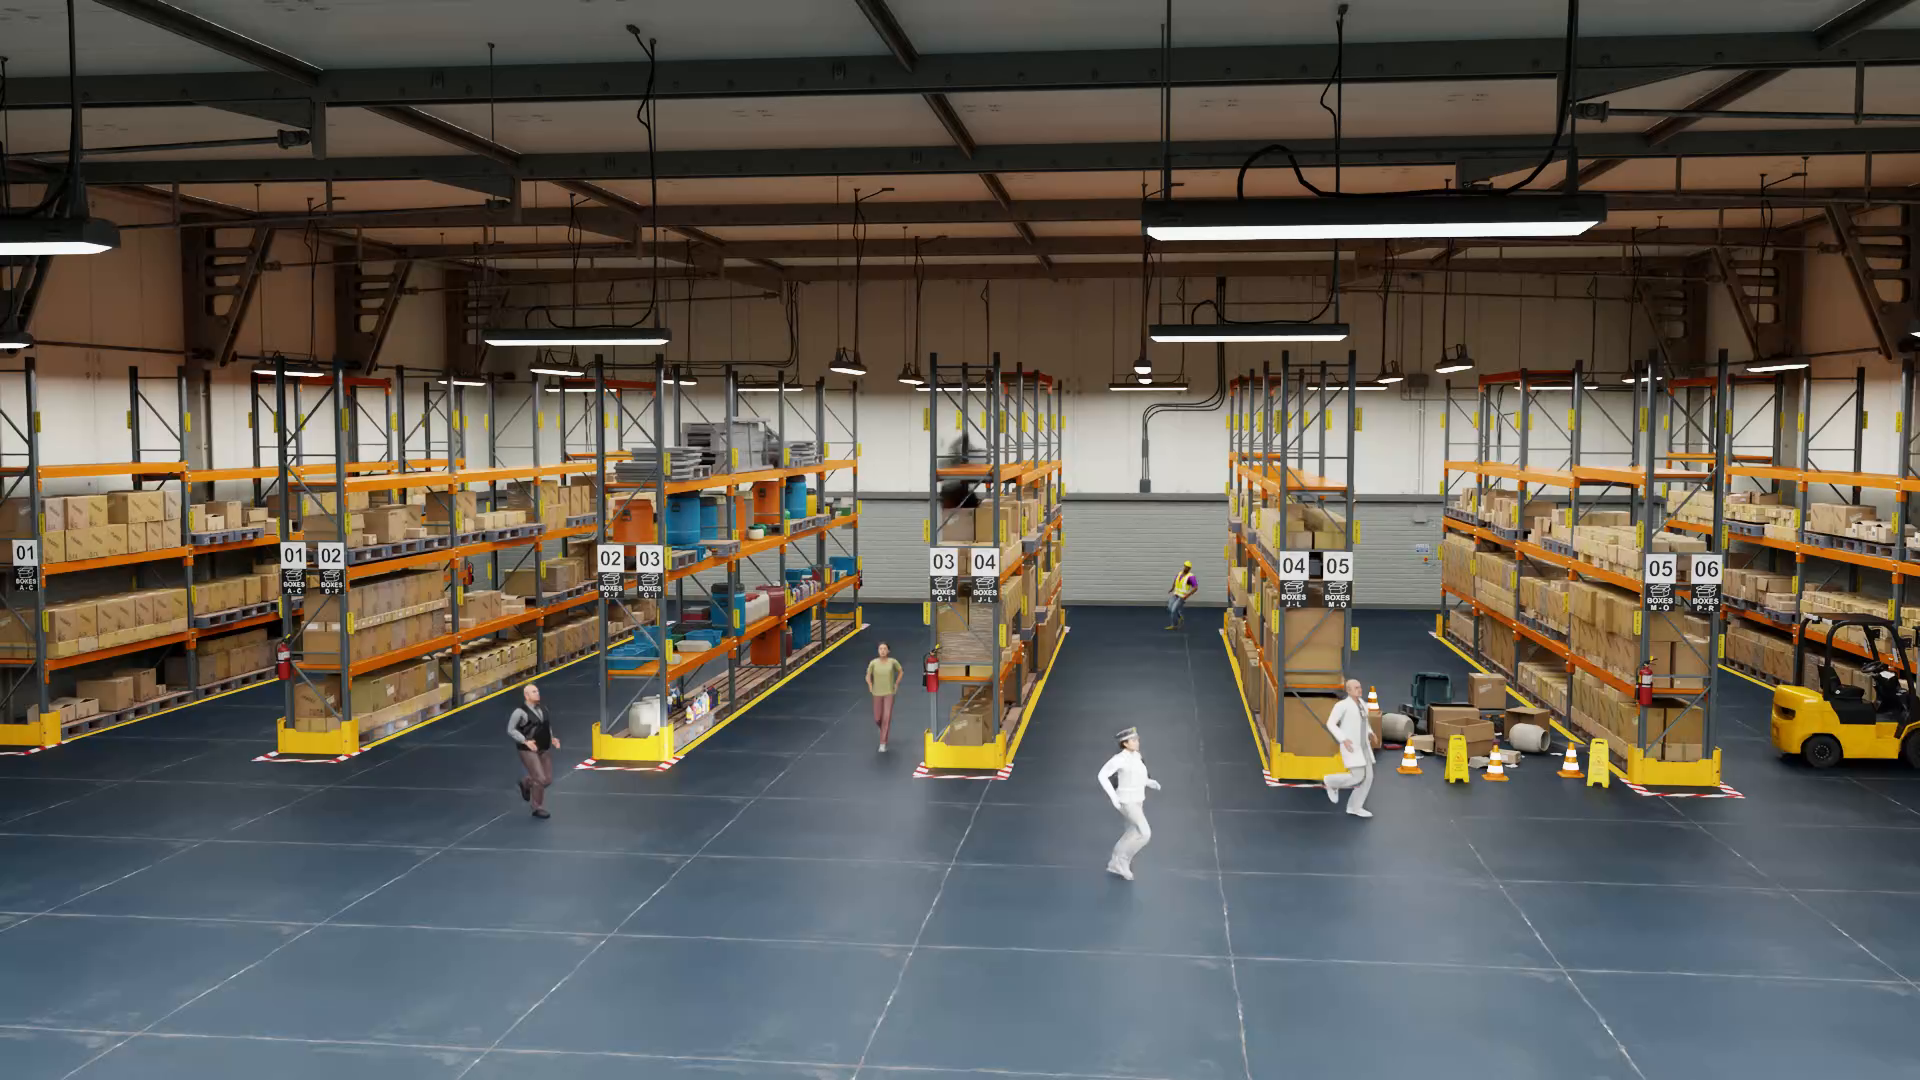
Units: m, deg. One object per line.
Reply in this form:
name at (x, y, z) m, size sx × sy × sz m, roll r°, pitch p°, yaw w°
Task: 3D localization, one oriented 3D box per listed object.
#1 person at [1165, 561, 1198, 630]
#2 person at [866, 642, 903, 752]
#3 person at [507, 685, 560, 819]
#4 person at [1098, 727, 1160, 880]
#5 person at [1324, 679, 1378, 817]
person at (5.294, 1.348, 39.870) m, size 0.560 × 1.668 × 0.756 m, roll -3°, pitch 5°, yaw -32°
person at (-1.166, 2.382, 25.609) m, size 0.579 × 1.654 × 0.791 m, roll 0°, pitch 4°, yaw 1°
person at (-5.460, 2.677, 21.167) m, size 0.628 × 1.686 × 0.660 m, roll 3°, pitch 5°, yaw 32°
person at (1.865, 2.873, 18.129) m, size 0.641 × 1.671 × 0.506 m, roll 3°, pitch 5°, yaw 33°
person at (4.998, 2.640, 21.234) m, size 0.714 × 1.736 × 0.666 m, roll -3°, pitch 5°, yaw -37°
